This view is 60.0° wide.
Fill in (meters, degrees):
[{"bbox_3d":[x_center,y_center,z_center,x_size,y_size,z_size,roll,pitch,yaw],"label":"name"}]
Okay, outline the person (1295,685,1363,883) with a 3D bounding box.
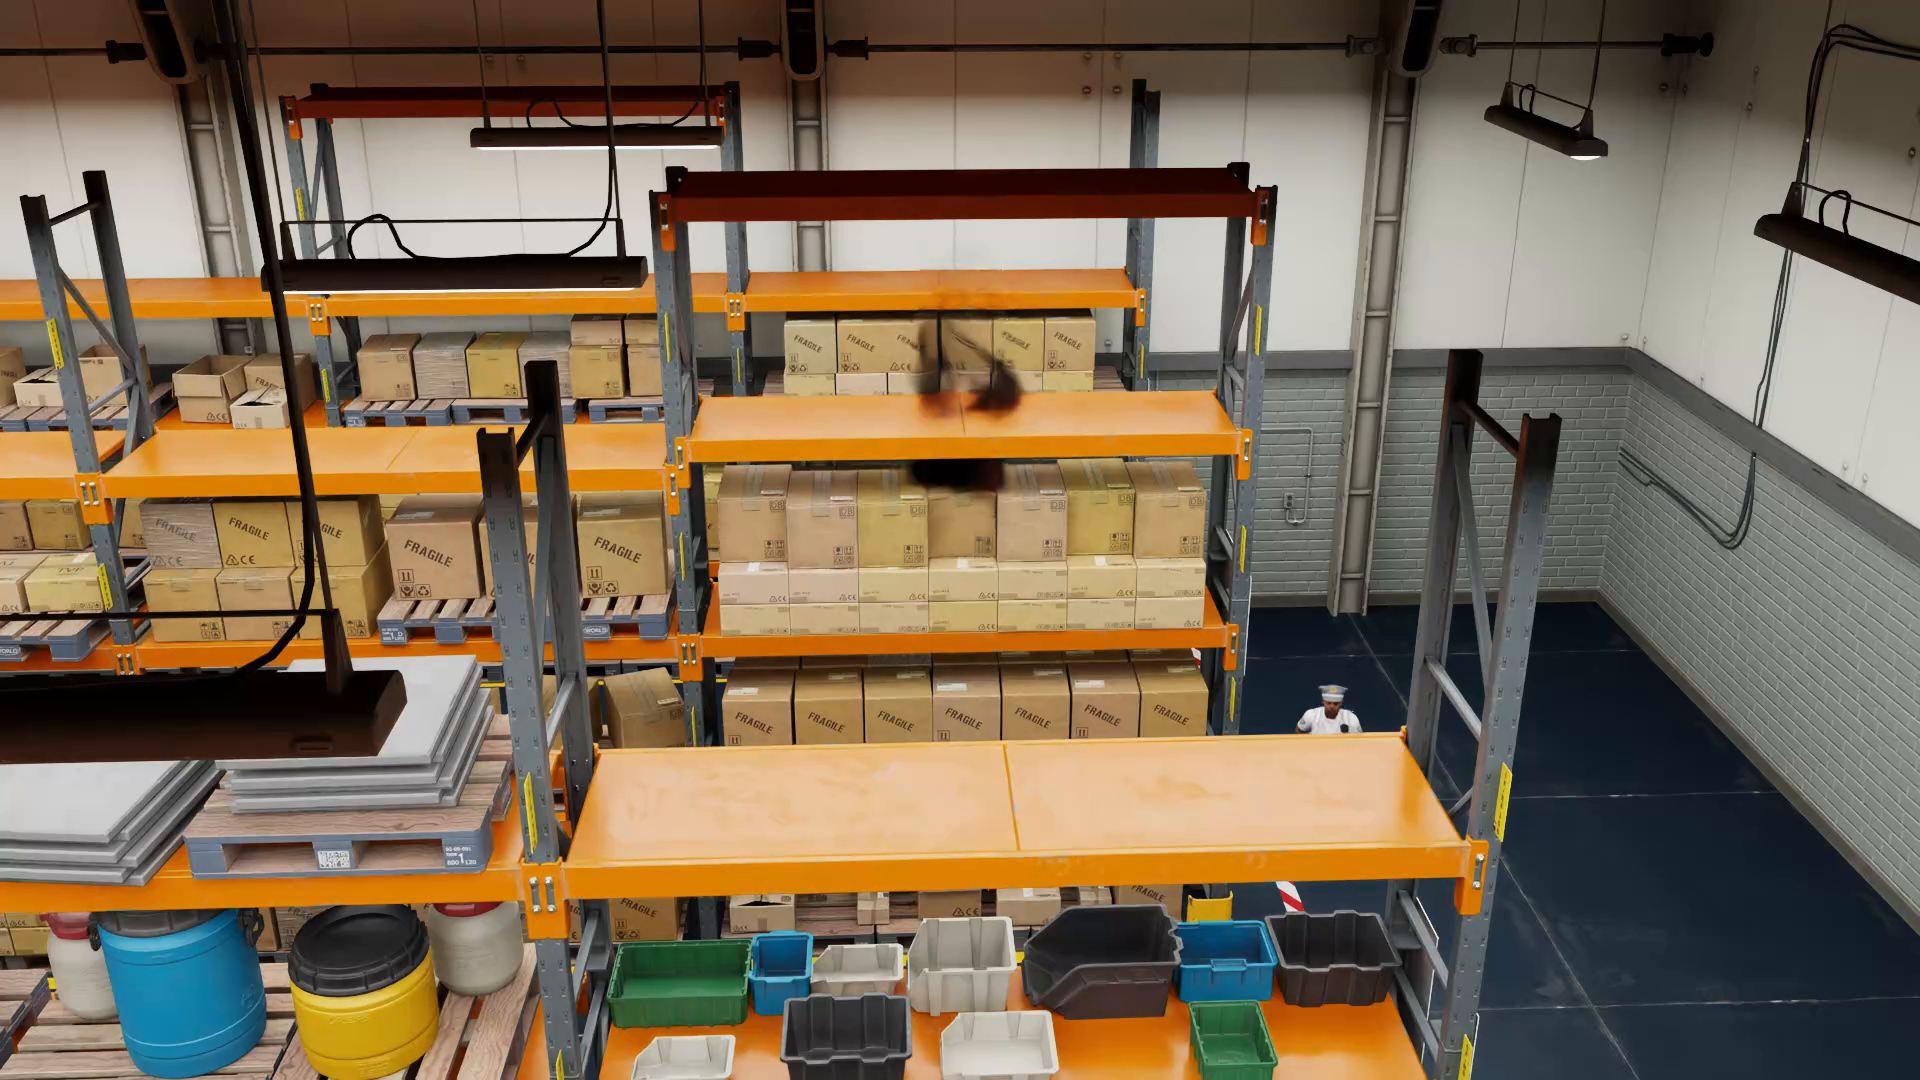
[{"bbox_3d":[3.114,1.951,14.110,0.543,1.714,0.861,1,22,2],"label":"person"}]
